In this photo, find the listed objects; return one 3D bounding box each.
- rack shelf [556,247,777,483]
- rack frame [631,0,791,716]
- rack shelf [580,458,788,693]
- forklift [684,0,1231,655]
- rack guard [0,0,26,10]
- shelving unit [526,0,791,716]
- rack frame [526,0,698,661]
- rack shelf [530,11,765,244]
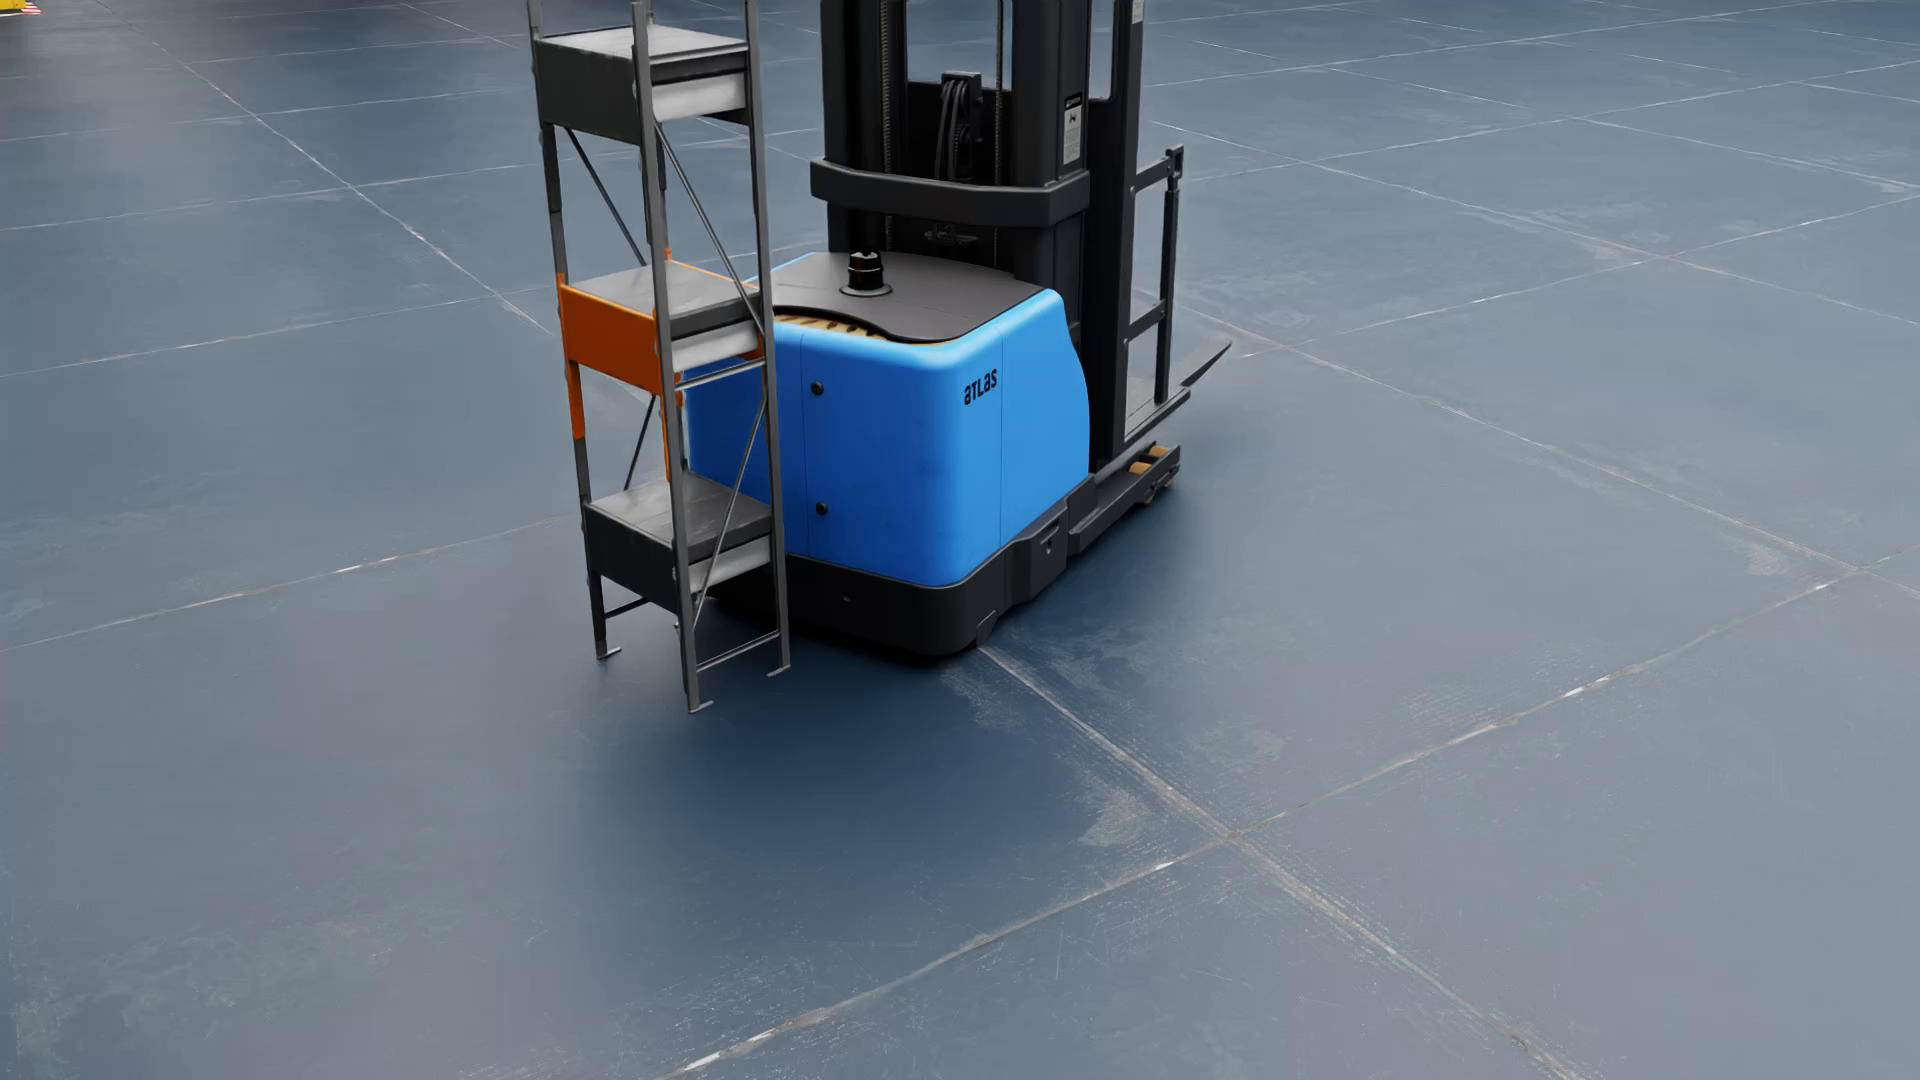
[{"bbox_3d":[-0.866,-0.533,4.951,0.480,0.518,0.431,23,33,39],"label":"rack shelf"},{"bbox_3d":[-0.691,-0.473,4.791,0.015,2.100,0.400,23,33,39],"label":"rack frame"},{"bbox_3d":[-0.866,0.099,5.251,0.480,0.518,0.431,23,33,39],"label":"rack shelf"},{"bbox_3d":[0.233,-1.550,6.100,1.130,2.935,3.031,13,28,26],"label":"forklift"},{"bbox_3d":[-11.465,-6.355,19.126,1.175,0.500,0.348,-16,29,-30],"label":"rack guard"},{"bbox_3d":[-0.866,-0.546,4.945,0.503,2.100,0.431,23,33,39],"label":"shelving unit"},{"bbox_3d":[-1.041,-0.618,5.099,0.015,2.100,0.400,23,33,39],"label":"rack frame"},{"bbox_3d":[-0.866,-1.166,4.652,0.480,0.518,0.431,23,33,39],"label":"rack shelf"}]
